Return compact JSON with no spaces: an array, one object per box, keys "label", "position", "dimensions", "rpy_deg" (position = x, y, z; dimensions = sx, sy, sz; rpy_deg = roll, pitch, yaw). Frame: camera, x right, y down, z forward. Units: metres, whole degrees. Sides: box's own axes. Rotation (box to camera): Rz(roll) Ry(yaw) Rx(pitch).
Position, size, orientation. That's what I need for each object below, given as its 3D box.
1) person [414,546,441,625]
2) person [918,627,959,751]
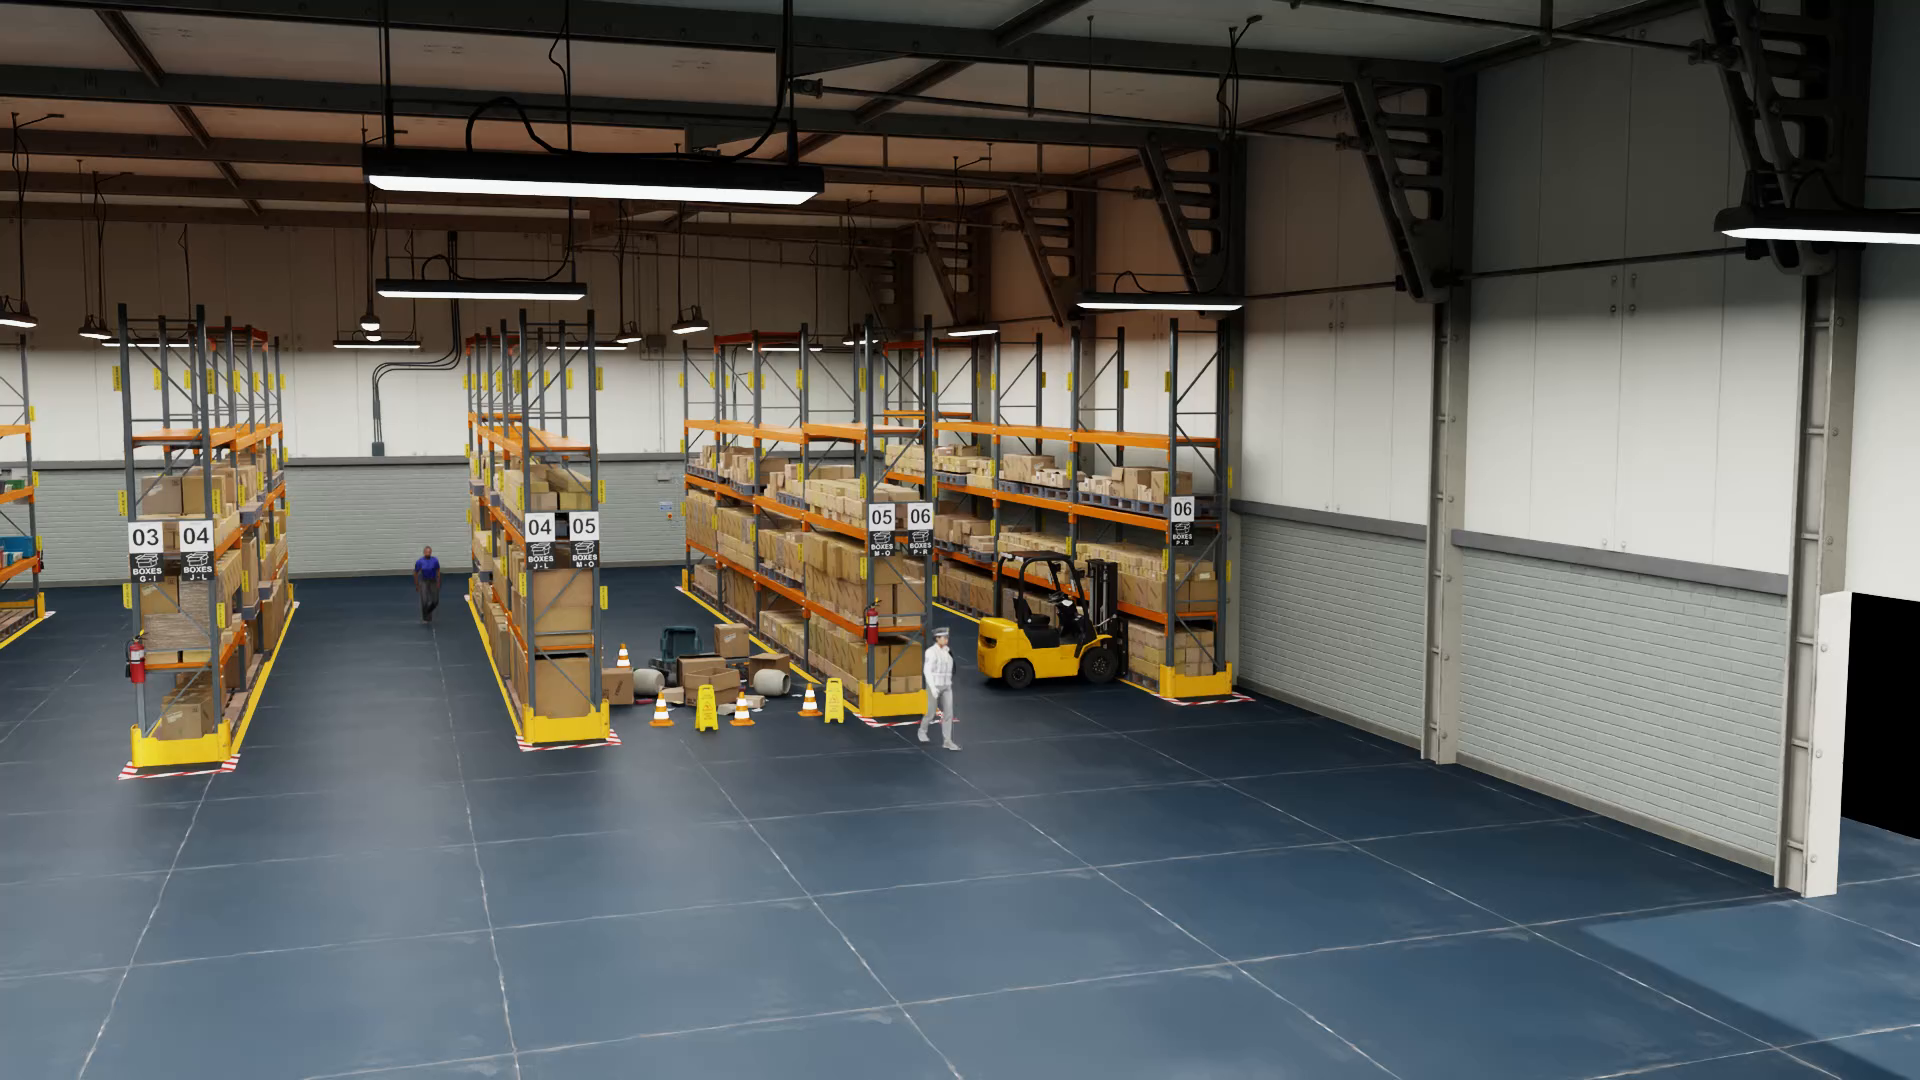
[{"label":"person","position":[-11.057,0.934,34.515],"dimensions":[0.544,1.627,0.541],"rpy_deg":[-3,6,-28]},{"label":"person","position":[-0.257,2.021,22.869],"dimensions":[0.572,1.649,0.811],"rpy_deg":[-5,8,-44]}]
